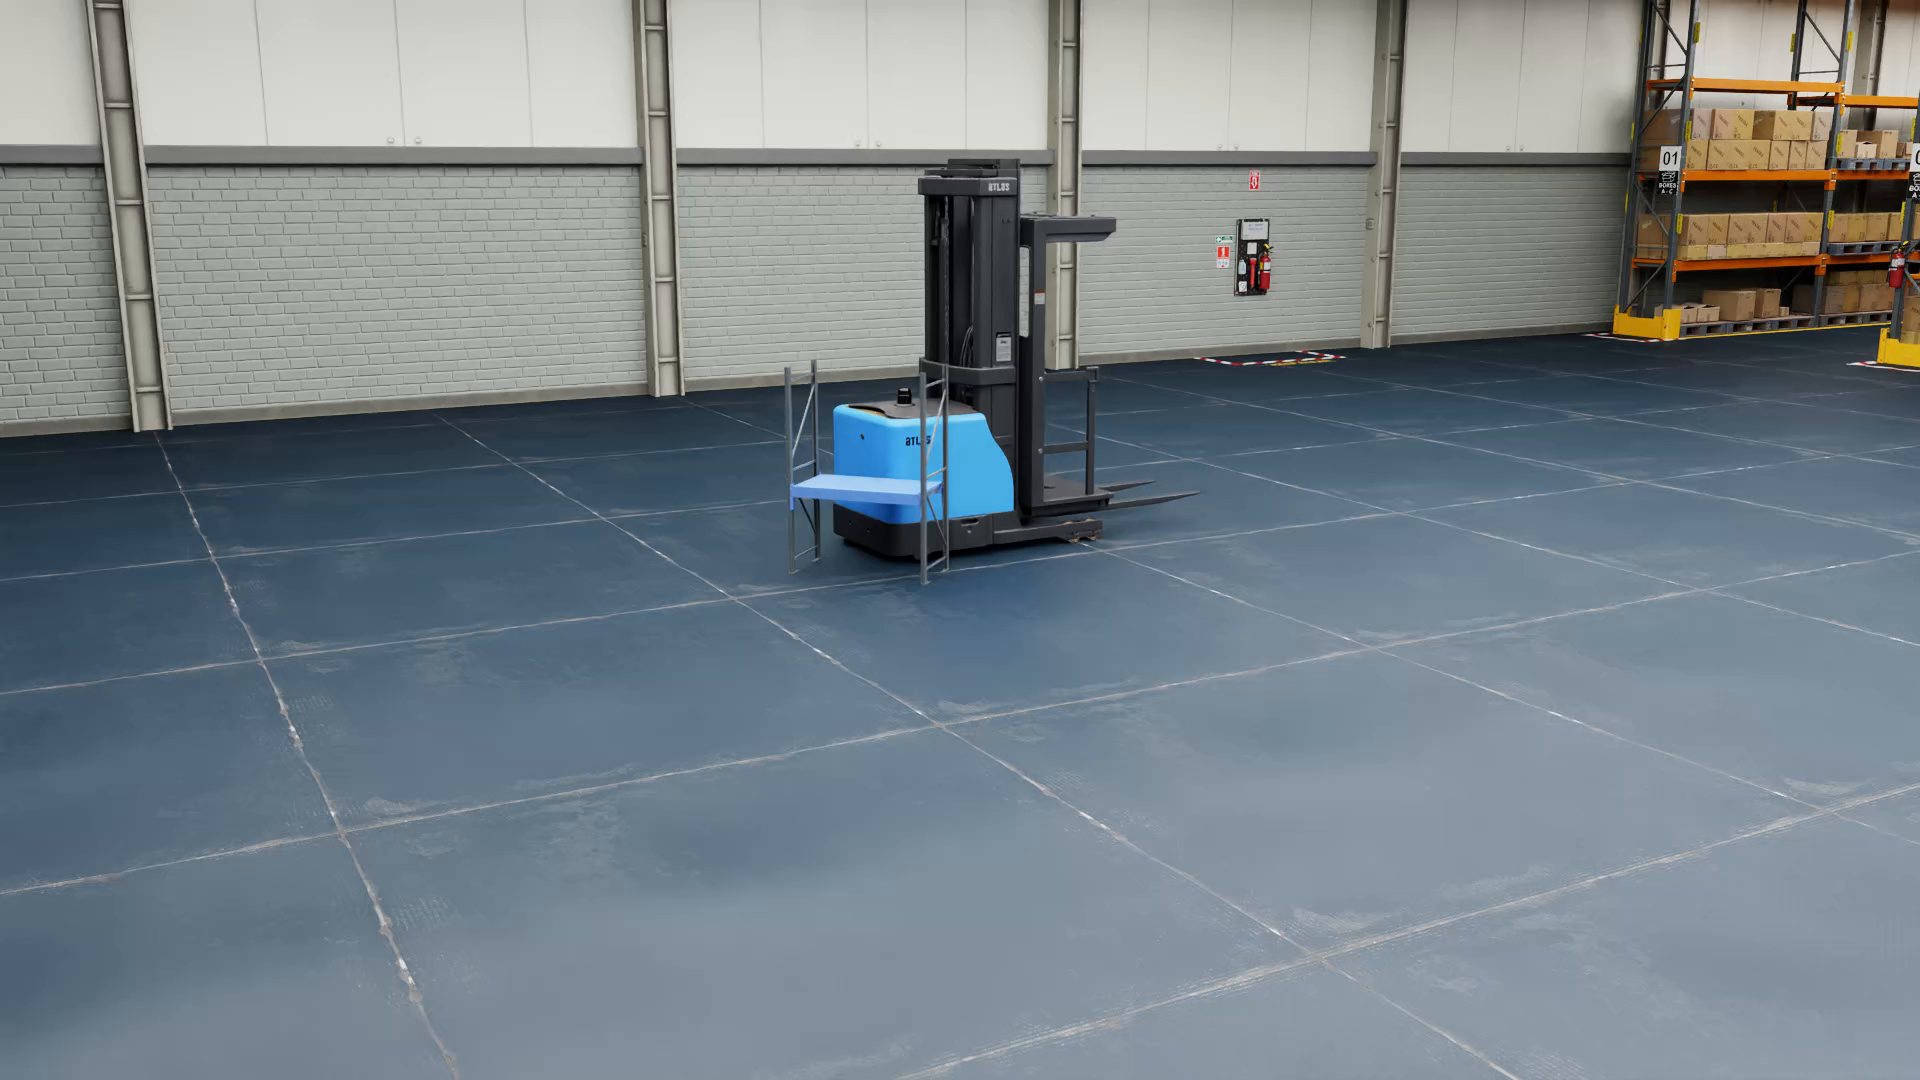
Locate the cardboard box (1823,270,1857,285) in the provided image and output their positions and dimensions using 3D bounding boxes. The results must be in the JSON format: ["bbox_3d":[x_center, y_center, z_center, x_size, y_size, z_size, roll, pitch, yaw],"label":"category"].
[{"bbox_3d":[16.347,-4.903,31.049,0.500,0.250,0.500,-7,15,-29],"label":"cardboard box"}]

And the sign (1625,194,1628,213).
[{"bbox_3d":[11.565,-5.822,28.791,0.005,0.325,0.100,-7,14,-28],"label":"sign"}]

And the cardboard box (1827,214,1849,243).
[{"bbox_3d":[15.787,-5.725,30.487,0.500,0.500,0.700,-7,14,-28],"label":"cardboard box"}]

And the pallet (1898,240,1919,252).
[{"bbox_3d":[18.261,-5.647,31.804,1.003,0.211,1.213,-7,14,-28],"label":"pallet"}]

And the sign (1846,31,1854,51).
[{"bbox_3d":[15.568,-8.729,29.095,0.005,0.325,0.100,-7,14,-28],"label":"sign"}]

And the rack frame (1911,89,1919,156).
[{"bbox_3d":[14.190,-6.967,23.569,0.127,3.000,1.000,-7,14,-28],"label":"rack frame"}]

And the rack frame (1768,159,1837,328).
[{"bbox_3d":[15.324,-5.415,30.338,0.127,3.000,1.000,-7,14,-28],"label":"rack frame"}]

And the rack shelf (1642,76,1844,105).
[{"bbox_3d":[13.569,-7.779,28.824,4.000,0.370,1.077,-7,14,-28],"label":"rack shelf"}]

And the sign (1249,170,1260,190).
[{"bbox_3d":[4.505,-5.500,25.436,0.199,0.298,0.001,-7,14,-28],"label":"sign"}]

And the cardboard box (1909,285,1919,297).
[{"bbox_3d":[18.228,-4.745,32.053,0.500,0.500,0.700,-7,14,-27],"label":"cardboard box"}]

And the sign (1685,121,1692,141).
[{"bbox_3d":[12.074,-6.779,27.578,0.005,0.325,0.100,-7,14,-28],"label":"sign"}]

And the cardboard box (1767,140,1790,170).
[{"bbox_3d":[14.081,-6.720,29.031,0.500,0.500,0.500,-7,15,-30],"label":"cardboard box"}]

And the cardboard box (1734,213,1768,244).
[{"bbox_3d":[13.719,-5.449,29.076,0.500,0.500,0.500,-6,14,-26],"label":"cardboard box"}]

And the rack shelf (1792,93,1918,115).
[{"bbox_3d":[17.080,-8.006,30.737,4.000,0.370,1.077,-7,14,-28],"label":"rack shelf"}]

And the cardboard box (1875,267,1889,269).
[{"bbox_3d":[17.698,-5.063,31.758,0.500,0.250,0.500,-7,14,-27],"label":"cardboard box"}]

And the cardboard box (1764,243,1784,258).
[{"bbox_3d":[14.178,-5.136,29.397,0.500,0.250,0.500,-7,14,-28],"label":"cardboard box"}]

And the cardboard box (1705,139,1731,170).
[{"bbox_3d":[12.715,-6.553,28.288,0.500,0.500,0.500,-6,14,-24],"label":"cardboard box"}]

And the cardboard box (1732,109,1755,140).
[{"bbox_3d":[13.177,-7.097,28.428,0.500,0.500,0.500,-6,14,-26],"label":"cardboard box"}]

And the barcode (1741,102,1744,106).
[{"bbox_3d":[13.898,-7.742,29.518,0.075,0.075,0.001,-7,14,-28],"label":"barcode"}]

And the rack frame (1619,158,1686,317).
[{"bbox_3d":[11.813,-4.994,28.468,0.127,3.000,1.000,-7,14,-28],"label":"rack frame"}]

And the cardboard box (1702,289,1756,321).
[{"bbox_3d":[13.632,-4.172,29.507,0.500,0.500,0.700,-8,15,-31],"label":"cardboard box"}]

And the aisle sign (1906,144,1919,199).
[{"bbox_3d":[13.992,-5.358,24.163,0.004,0.787,0.394,-7,14,-28],"label":"aisle sign"}]

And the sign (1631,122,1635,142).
[{"bbox_3d":[11.565,-6.998,28.526,0.005,0.325,0.100,-7,14,-28],"label":"sign"}]

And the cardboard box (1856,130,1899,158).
[{"bbox_3d":[16.925,-7.304,30.715,0.500,0.500,0.500,-7,15,-30],"label":"cardboard box"}]

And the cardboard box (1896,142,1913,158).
[{"bbox_3d":[17.653,-7.241,31.338,0.637,0.503,0.797,-5,14,-20],"label":"cardboard box"}]

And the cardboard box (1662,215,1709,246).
[{"bbox_3d":[12.376,-5.289,28.366,0.500,0.500,0.500,-7,14,-28],"label":"cardboard box"}]

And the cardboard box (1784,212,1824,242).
[{"bbox_3d":[15.058,-5.608,29.784,0.500,0.500,0.500,-7,14,-28],"label":"cardboard box"}]

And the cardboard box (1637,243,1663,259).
[{"bbox_3d":[12.131,-5.017,28.867,0.500,0.250,0.500,-7,14,-27],"label":"cardboard box"}]

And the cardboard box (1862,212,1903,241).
[{"bbox_3d":[17.345,-5.912,31.319,0.500,0.500,0.700,-7,14,-28],"label":"cardboard box"}]

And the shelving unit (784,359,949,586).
[{"bbox_3d":[-0.659,-0.499,11.908,1.048,1.500,0.538,4,14,19],"label":"shelving unit"}]

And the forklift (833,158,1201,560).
[{"bbox_3d":[0.537,-1.500,13.100,3.031,2.935,1.130,-7,15,-30],"label":"forklift"}]

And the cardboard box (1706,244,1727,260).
[{"bbox_3d":[12.843,-4.978,28.694,0.500,0.250,0.500,-7,15,-30],"label":"cardboard box"}]

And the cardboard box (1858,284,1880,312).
[{"bbox_3d":[16.859,-4.601,31.411,0.500,0.500,0.700,-7,14,-27],"label":"cardboard box"}]

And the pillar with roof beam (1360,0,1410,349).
[{"bbox_3d":[8.810,-6.700,22.386,0.400,9.000,9.100,-7,14,-28],"label":"pillar with roof beam"}]

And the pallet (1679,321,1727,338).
[{"bbox_3d":[12.610,-3.720,29.159,1.213,0.211,1.003,-7,14,-28],"label":"pallet"}]

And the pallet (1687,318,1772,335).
[{"bbox_3d":[13.680,-3.848,29.726,1.213,0.211,1.003,-7,14,-28],"label":"pallet"}]

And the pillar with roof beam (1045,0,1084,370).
[{"bbox_3d":[3.543,-6.069,19.581,0.400,9.000,9.100,-7,14,-28],"label":"pillar with roof beam"}]

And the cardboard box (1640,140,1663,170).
[{"bbox_3d":[12.058,-6.609,28.538,0.500,0.500,0.500,-6,14,-24],"label":"cardboard box"}]

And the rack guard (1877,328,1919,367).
[{"bbox_3d":[14.169,-2.818,24.491,0.348,0.500,1.175,-7,14,-28],"label":"rack guard"}]

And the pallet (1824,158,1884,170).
[{"bbox_3d":[15.917,-6.831,30.227,1.003,0.211,1.213,-7,14,-28],"label":"pallet"}]

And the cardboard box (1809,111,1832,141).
[{"bbox_3d":[15.015,-7.320,29.419,0.500,0.500,0.500,-8,15,-33],"label":"cardboard box"}]

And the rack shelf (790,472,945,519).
[{"bbox_3d":[-0.659,-0.324,11.948,1.000,0.185,0.538,4,14,19],"label":"rack shelf"}]

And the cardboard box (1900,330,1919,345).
[{"bbox_3d":[14.519,-3.017,24.987,0.500,0.250,0.500,-7,14,-28],"label":"cardboard box"}]
